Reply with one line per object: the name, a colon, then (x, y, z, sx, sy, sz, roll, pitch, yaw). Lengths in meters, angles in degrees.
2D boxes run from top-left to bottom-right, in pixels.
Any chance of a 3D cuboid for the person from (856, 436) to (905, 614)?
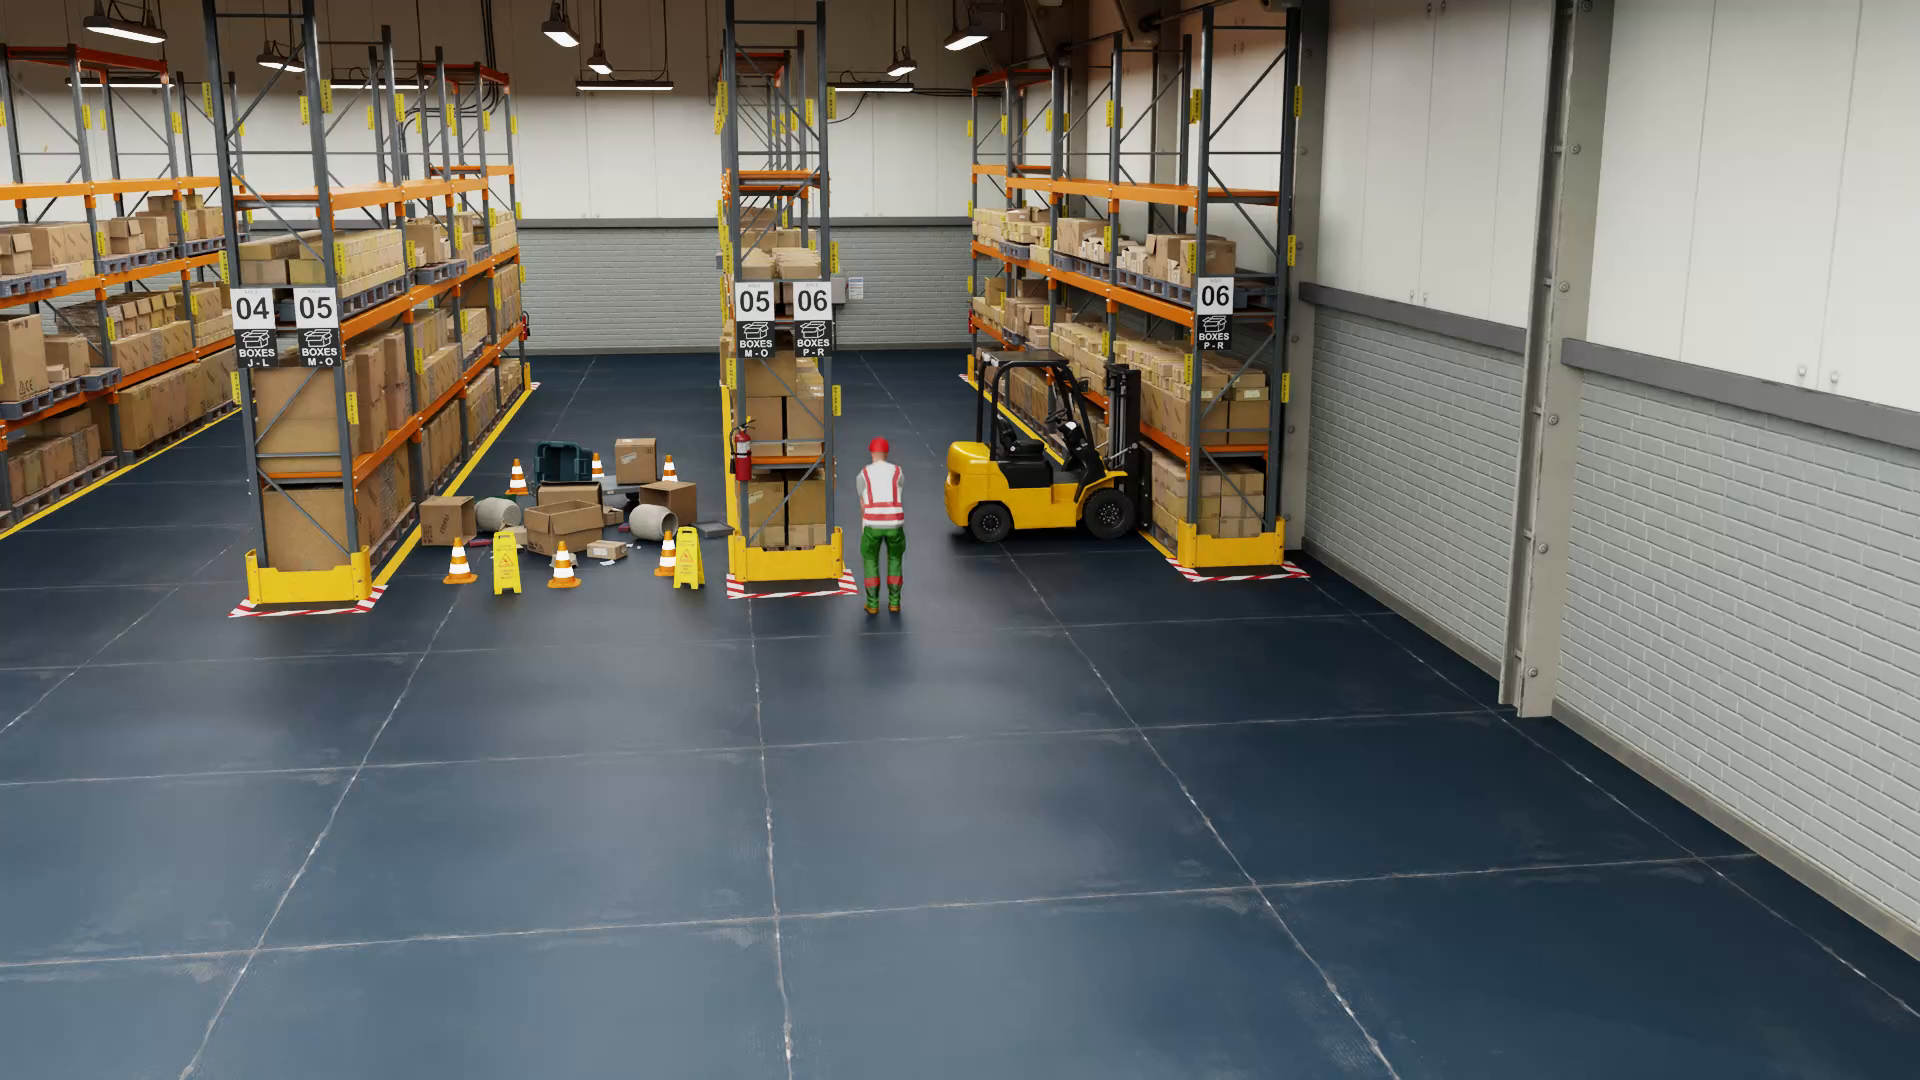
person: (-0.794, -0.166, 16.709, 0.491, 1.760, 0.584, -2, 13, -9)
